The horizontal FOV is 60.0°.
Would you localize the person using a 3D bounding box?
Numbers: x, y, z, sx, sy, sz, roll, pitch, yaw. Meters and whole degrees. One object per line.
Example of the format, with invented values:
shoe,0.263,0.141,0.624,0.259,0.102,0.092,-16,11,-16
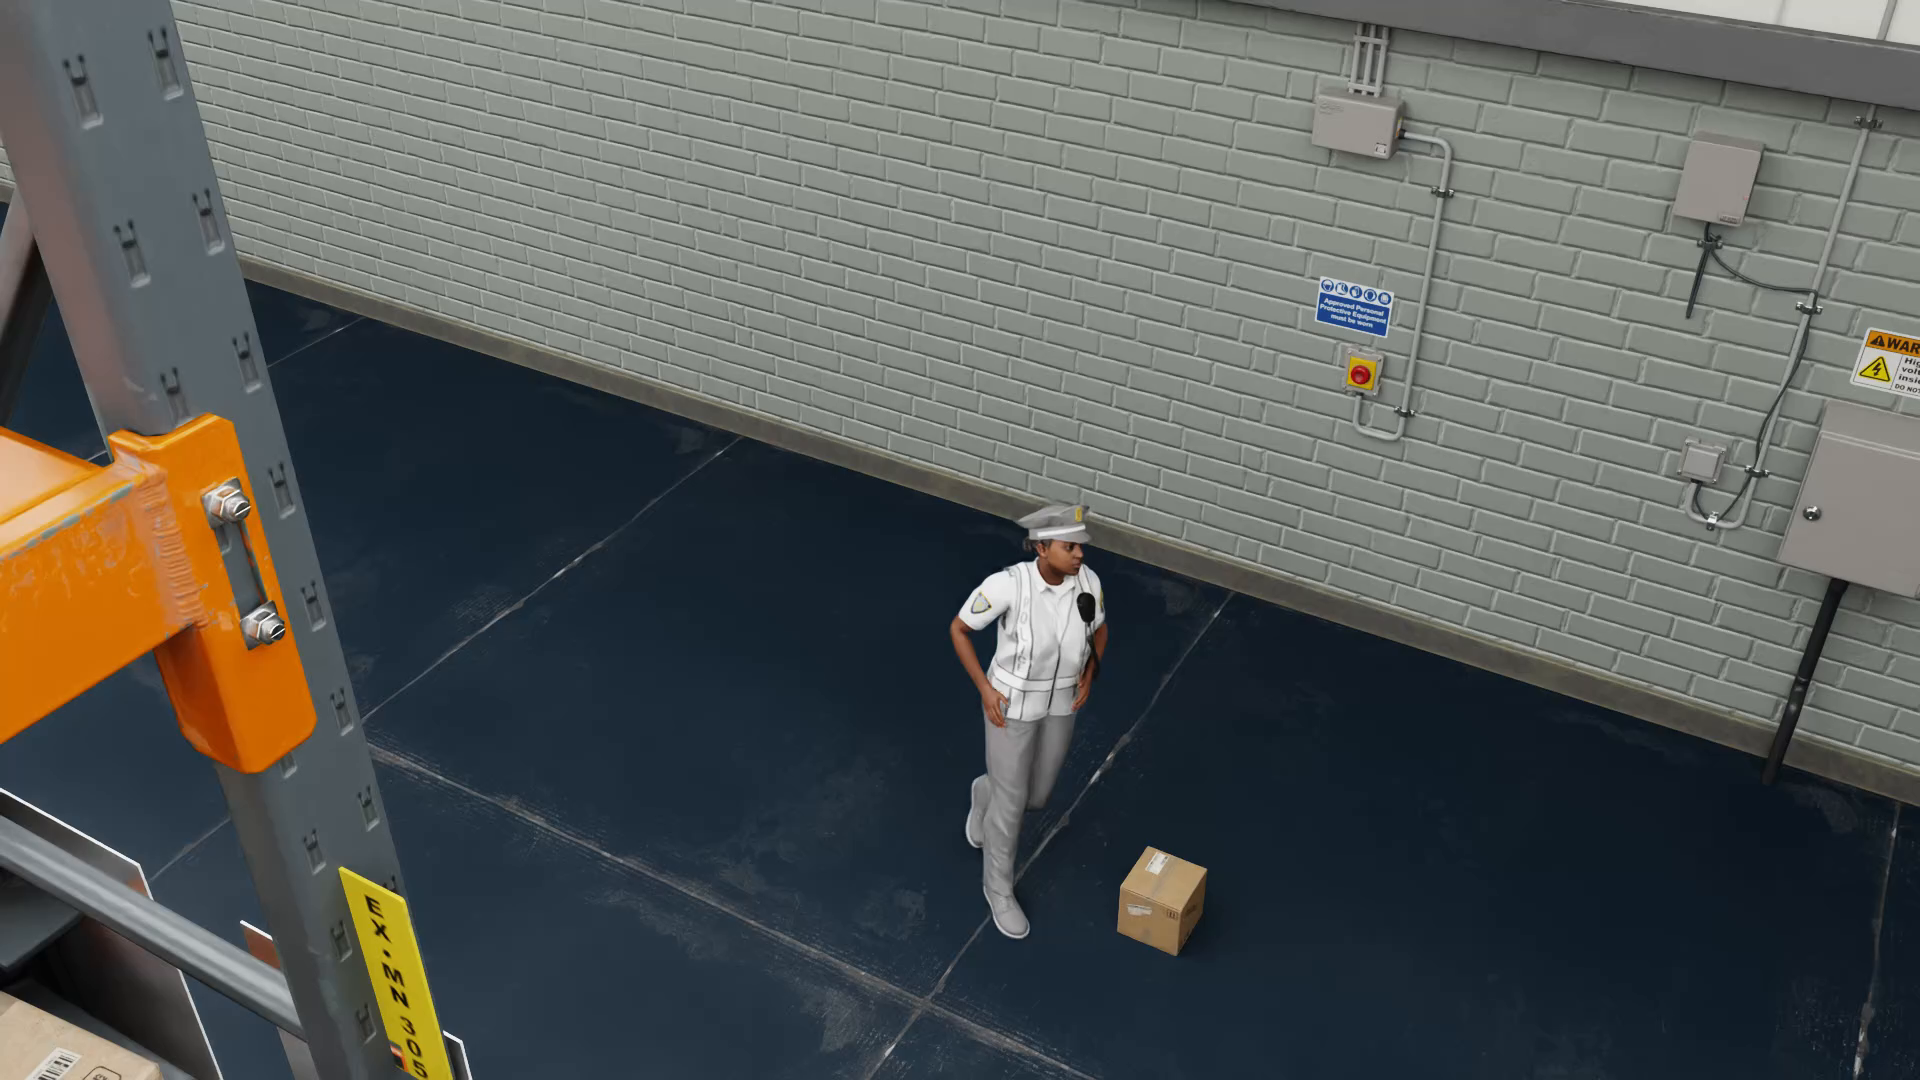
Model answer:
person,0.313,0.622,6.232,0.606,1.671,0.672,-14,37,-19
